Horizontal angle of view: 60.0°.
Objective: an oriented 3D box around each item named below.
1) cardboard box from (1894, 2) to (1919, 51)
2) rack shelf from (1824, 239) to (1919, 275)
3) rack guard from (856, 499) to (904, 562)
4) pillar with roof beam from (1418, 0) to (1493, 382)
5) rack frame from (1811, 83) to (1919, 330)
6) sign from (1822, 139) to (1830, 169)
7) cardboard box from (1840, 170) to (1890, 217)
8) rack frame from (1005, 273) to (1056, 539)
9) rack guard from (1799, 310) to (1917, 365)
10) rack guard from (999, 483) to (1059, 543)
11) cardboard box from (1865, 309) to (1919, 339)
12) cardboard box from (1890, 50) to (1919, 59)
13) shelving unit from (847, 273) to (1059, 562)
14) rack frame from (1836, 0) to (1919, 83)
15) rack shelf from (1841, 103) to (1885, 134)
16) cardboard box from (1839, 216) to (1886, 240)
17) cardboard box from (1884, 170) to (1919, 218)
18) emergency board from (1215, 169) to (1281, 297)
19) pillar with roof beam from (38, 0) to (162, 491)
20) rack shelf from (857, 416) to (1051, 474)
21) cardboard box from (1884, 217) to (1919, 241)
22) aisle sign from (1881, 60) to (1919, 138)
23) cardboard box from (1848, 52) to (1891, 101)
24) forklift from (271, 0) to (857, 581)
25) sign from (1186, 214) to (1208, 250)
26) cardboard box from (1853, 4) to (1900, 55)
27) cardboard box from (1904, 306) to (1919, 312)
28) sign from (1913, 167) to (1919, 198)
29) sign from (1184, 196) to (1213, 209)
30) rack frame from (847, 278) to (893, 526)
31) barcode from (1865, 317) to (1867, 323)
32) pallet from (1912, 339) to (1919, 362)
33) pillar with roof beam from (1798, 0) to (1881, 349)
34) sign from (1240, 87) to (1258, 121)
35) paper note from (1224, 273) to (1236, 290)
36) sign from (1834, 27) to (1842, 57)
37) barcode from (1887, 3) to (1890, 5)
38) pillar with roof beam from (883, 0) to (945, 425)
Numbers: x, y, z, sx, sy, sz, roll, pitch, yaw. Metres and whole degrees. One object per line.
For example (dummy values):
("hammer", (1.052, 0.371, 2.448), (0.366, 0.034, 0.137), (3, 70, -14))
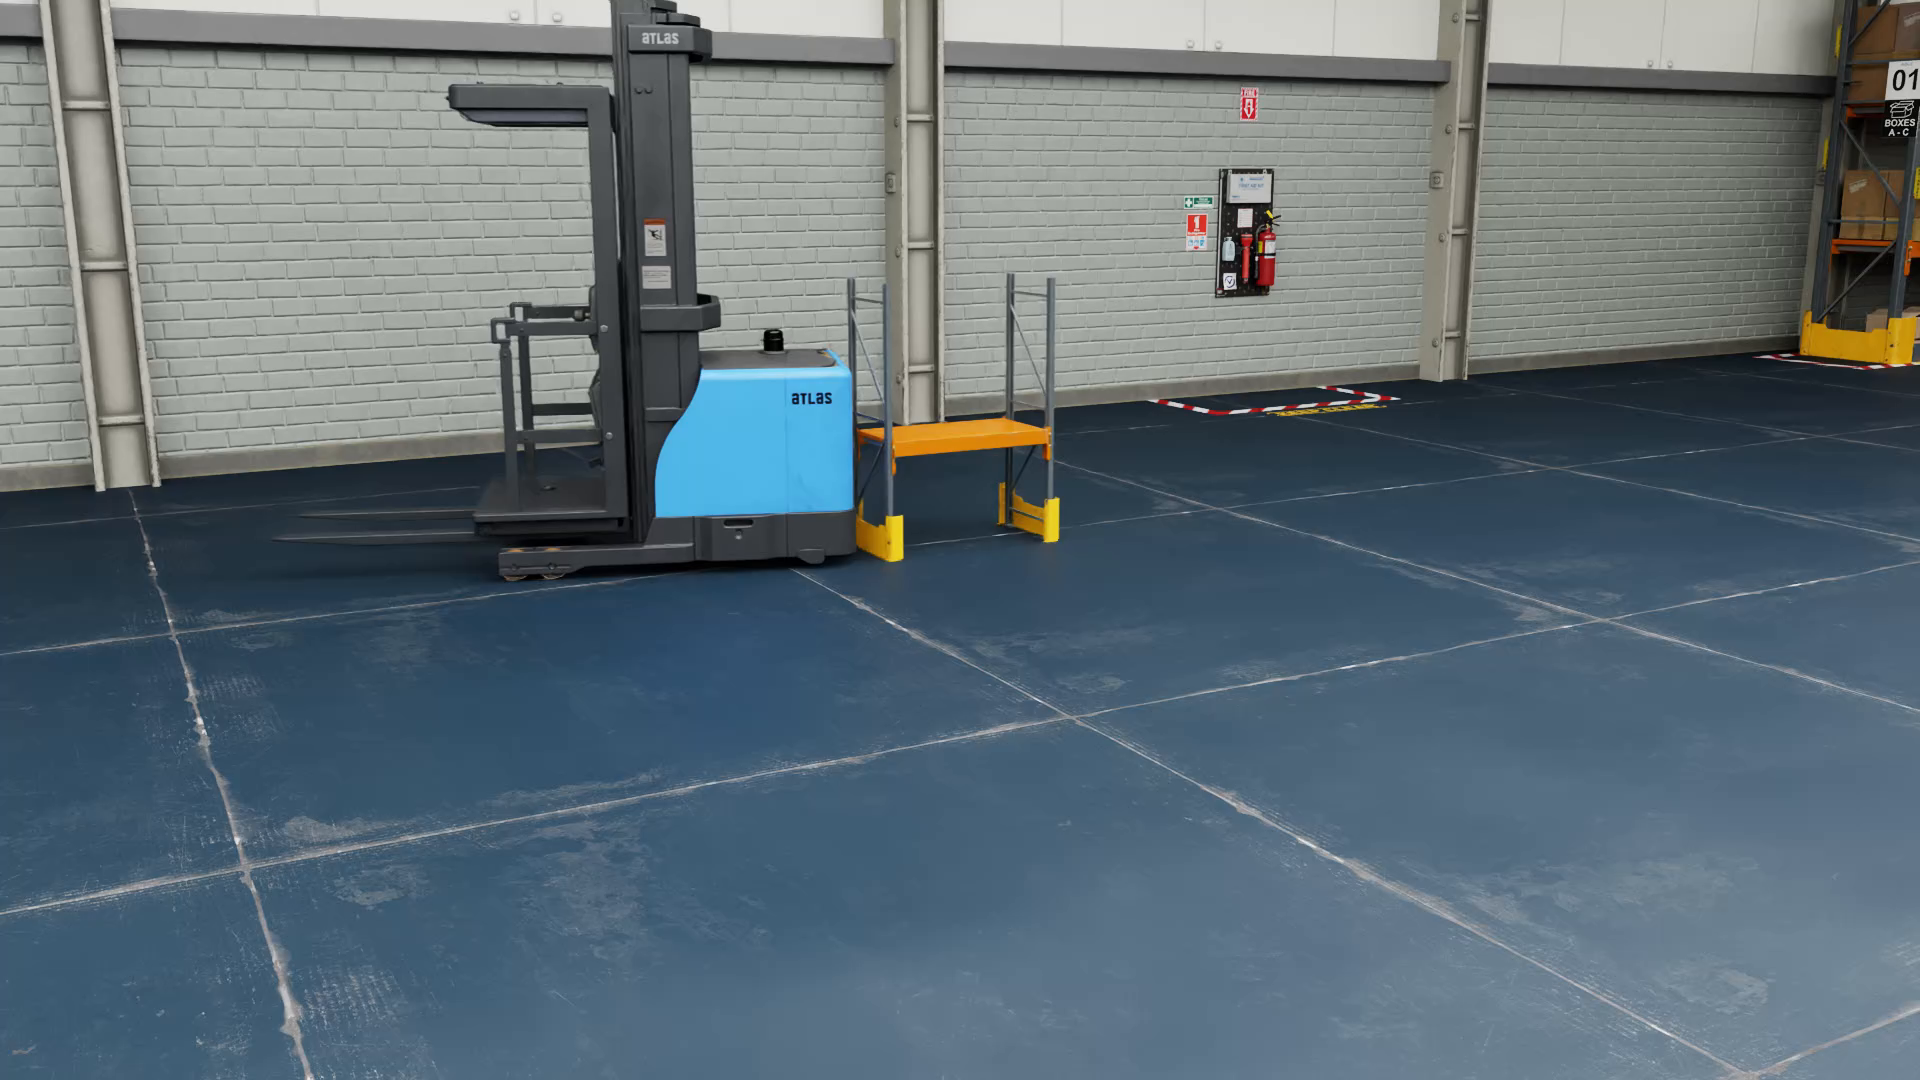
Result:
("cardboard box", (10.415, -5.493, 17.804), (0.500, 0.500, 0.500), (-8, 15, -32))
("rack shelf", (11.716, -3.349, 19.298), (4.000, 0.370, 1.077), (-7, 14, -28))
("rack guard", (-0.477, -0.063, 9.318), (0.087, 0.250, 0.587), (-7, 14, -27))
("pillar with roof beam", (6.957, -5.196, 12.203), (0.400, 9.000, 9.100), (-7, 14, -28))
("rack frame", (9.960, -3.490, 18.284), (0.127, 3.000, 1.000), (-7, 14, -28))
("sign", (9.712, -4.318, 18.607), (0.005, 0.325, 0.100), (-7, 14, -28))
("cardboard box", (10.272, -3.883, 18.619), (0.500, 0.500, 0.500), (-7, 14, -28))
("rack frame", (0.402, -0.776, 9.640), (0.032, 1.500, 0.500), (-7, 14, -27))
("rack guard", (10.027, -2.278, 18.594), (0.348, 0.500, 1.175), (-7, 14, -28))
("rack guard", (0.401, -0.166, 9.777), (0.087, 0.250, 0.587), (-7, 14, -27))
("cardboard box", (10.611, -2.448, 18.778), (0.500, 0.311, 0.500), (-9, 15, -34))
("cardboard box", (10.374, -4.999, 17.884), (0.500, 0.500, 0.500), (-6, 14, -26))
("shelving unit", (-0.038, -0.724, 9.410), (1.083, 1.500, 0.587), (-7, 14, -27))
("rack frame", (9.960, -6.417, 17.626), (0.127, 3.000, 1.000), (-7, 14, -28))
("rack shelf", (11.716, -4.813, 18.969), (4.000, 0.370, 1.077), (-7, 14, -28))
("cardboard box", (10.278, -3.513, 18.683), (0.500, 0.250, 0.500), (-7, 14, -27))
("cardboard box", (10.523, -3.785, 18.182), (0.500, 0.500, 0.500), (-7, 14, -28))
("emergency board", (2.707, -2.846, 15.425), (0.643, 1.169, 0.194), (-7, 14, -28))
("pillar with roof beam", (-3.576, -3.934, 6.593), (0.400, 9.000, 9.100), (-7, 14, -28))
("rack shelf", (-0.046, -0.548, 9.445), (1.000, 0.185, 0.538), (-7, 14, -27))
("cardboard box", (10.541, -3.417, 18.255), (0.500, 0.250, 0.500), (-7, 15, -29))
("aisle sign", (10.041, -4.693, 17.708), (0.004, 0.787, 0.394), (-7, 14, -28))
("cardboard box", (10.205, -5.105, 18.354), (0.500, 0.500, 0.500), (-6, 14, -24))
("forklift", (-2.126, -1.341, 8.891), (3.031, 2.935, 1.130), (-2, 13, -9))
("sign", (2.172, -2.826, 15.251), (0.234, 0.329, 0.001), (-7, 14, -28))
("cardboard box", (10.214, -5.595, 18.258), (0.500, 0.500, 0.500), (-6, 14, -25))
("cardboard box", (11.111, -2.508, 19.044), (0.500, 0.311, 0.500), (-6, 14, -23))
("sign", (10.221, -3.808, 17.725), (0.005, 0.325, 0.100), (-7, 14, -28))
("sign", (2.180, -3.083, 15.187), (0.331, 0.109, 0.001), (-7, 14, -28))
("rack frame", (-0.494, -0.670, 9.172), (0.032, 1.500, 0.500), (-7, 14, -27))
("barcode", (10.435, -2.532, 19.128), (0.075, 0.075, 0.001), (-7, 14, -28))
("pallet", (10.757, -2.216, 18.976), (1.213, 0.211, 1.003), (-7, 14, -28))
("pillar with roof beam", (12.223, -5.827, 15.007), (0.400, 9.000, 9.100), (-7, 14, -28))
("sign", (2.652, -3.996, 15.252), (0.199, 0.298, 0.001), (-7, 14, -28))
("paper note", (2.518, -2.411, 15.498), (0.142, 0.148, 0.016), (-7, 14, -28))
("sign", (9.712, -5.494, 18.343), (0.005, 0.325, 0.100), (-7, 14, -28))
("barcode", (10.344, -5.954, 18.529), (0.075, 0.075, 0.001), (-7, 14, -28))
("pillar with roof beam", (1.690, -4.565, 9.398), (0.400, 9.000, 9.100), (-7, 14, -28))
